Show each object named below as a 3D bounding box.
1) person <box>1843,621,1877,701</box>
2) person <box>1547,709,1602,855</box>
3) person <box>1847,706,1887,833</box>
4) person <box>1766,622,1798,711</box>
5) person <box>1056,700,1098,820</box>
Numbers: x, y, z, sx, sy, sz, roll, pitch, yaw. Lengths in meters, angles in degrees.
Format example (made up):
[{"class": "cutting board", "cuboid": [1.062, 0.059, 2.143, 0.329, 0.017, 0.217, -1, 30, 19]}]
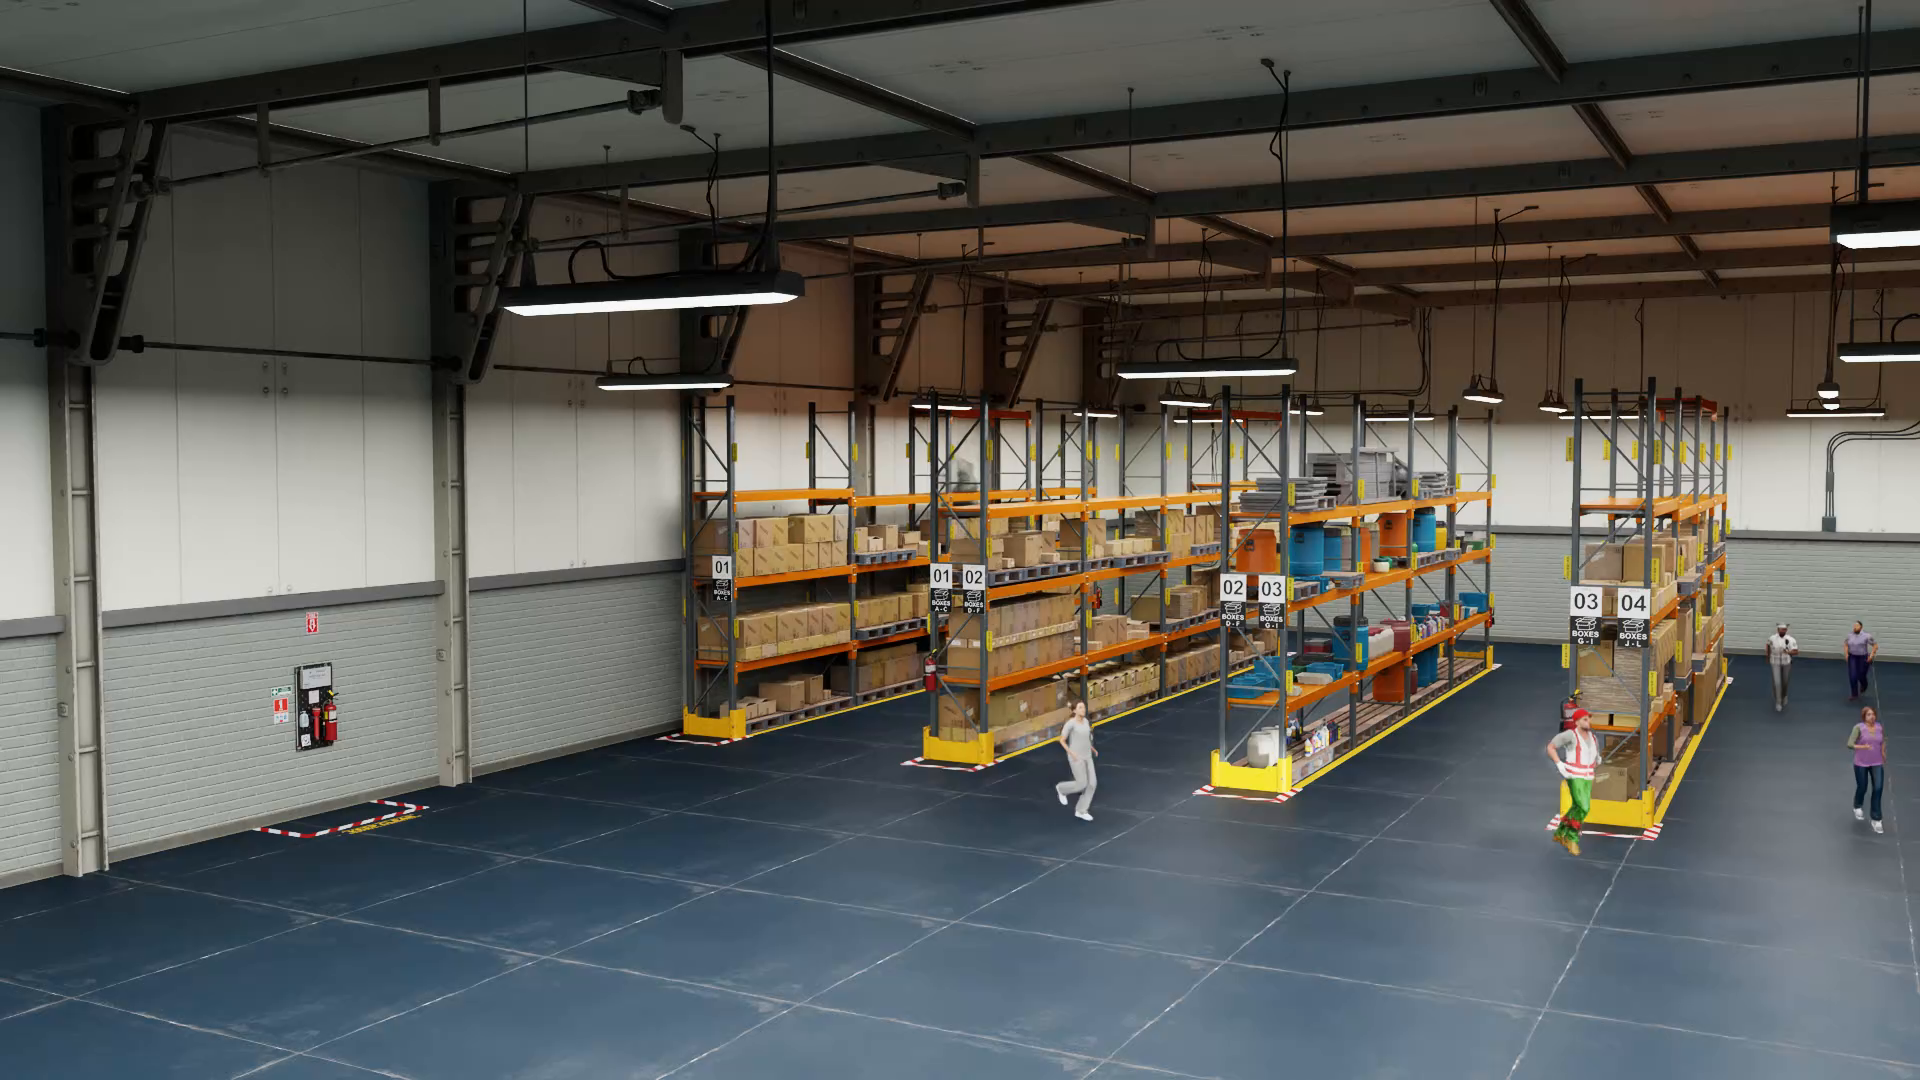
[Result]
[{"class": "person", "cuboid": [18.213, 2.467, 33.653, 0.614, 1.551, 0.613, 3, 4, 43]}, {"class": "person", "cuboid": [7.797, 3.036, 20.938, 0.640, 1.829, 0.633, -2, 3, -29]}, {"class": "person", "cuboid": [12.101, 3.017, 22.168, 0.531, 1.621, 0.805, 1, 3, 15]}, {"class": "person", "cuboid": [15.996, 2.427, 32.378, 0.567, 1.697, 0.915, 2, 3, 27]}, {"class": "person", "cuboid": [1.613, 2.997, 22.843, 0.572, 1.631, 0.636, -2, 4, -39]}]
